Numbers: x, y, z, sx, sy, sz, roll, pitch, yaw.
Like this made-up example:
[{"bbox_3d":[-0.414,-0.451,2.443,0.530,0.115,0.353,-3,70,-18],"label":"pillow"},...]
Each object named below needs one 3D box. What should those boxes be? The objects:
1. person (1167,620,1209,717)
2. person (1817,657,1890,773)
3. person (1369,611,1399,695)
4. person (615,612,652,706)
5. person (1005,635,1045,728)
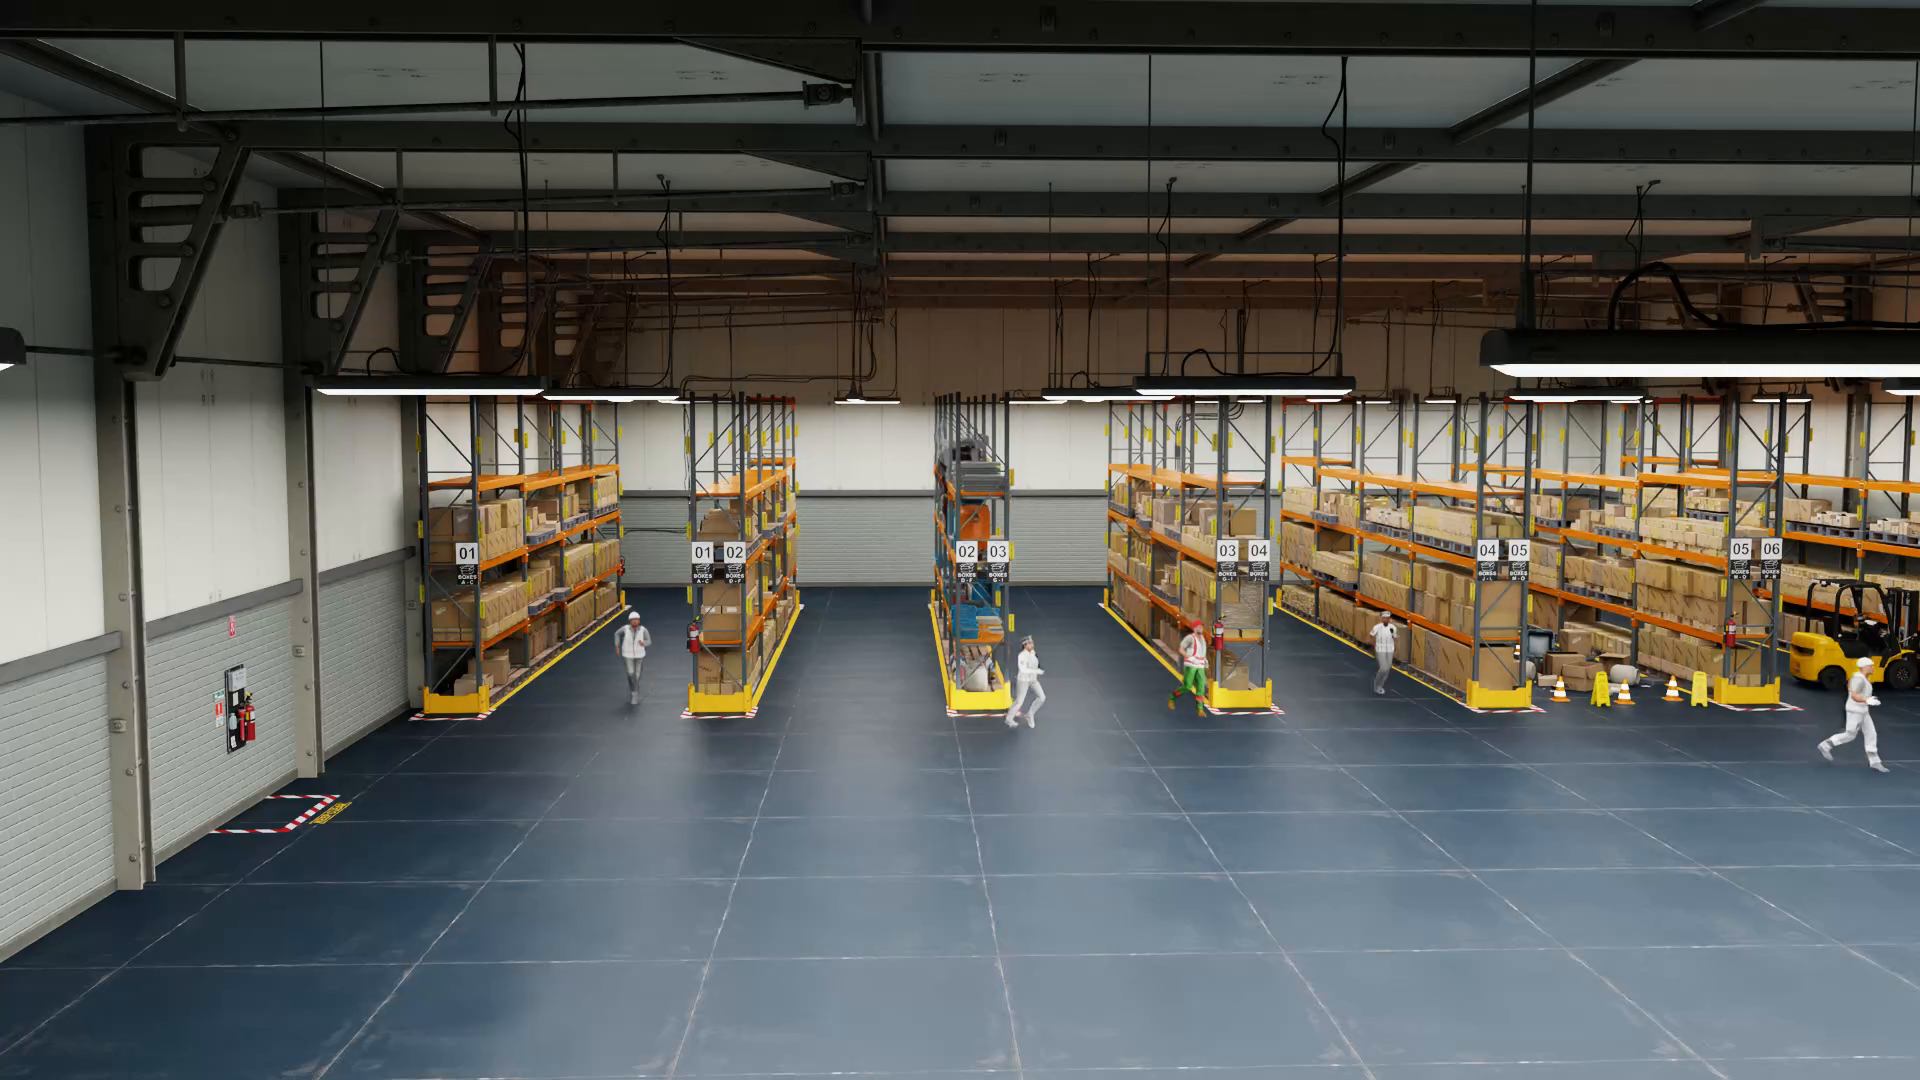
[{"bbox_3d":[4.382,2.357,30.911,0.717,1.745,0.971,-3,6,-36],"label":"person"},{"bbox_3d":[14.143,2.727,26.251,1.051,1.777,0.686,4,6,39],"label":"person"},{"bbox_3d":[8.461,2.241,33.053,0.553,1.691,0.645,0,5,-5],"label":"person"},{"bbox_3d":[-6.308,2.274,32.142,0.679,1.812,0.845,-1,5,-16],"label":"person"},{"bbox_3d":[1.204,2.507,29.538,0.827,1.670,0.620,4,6,41],"label":"person"}]
